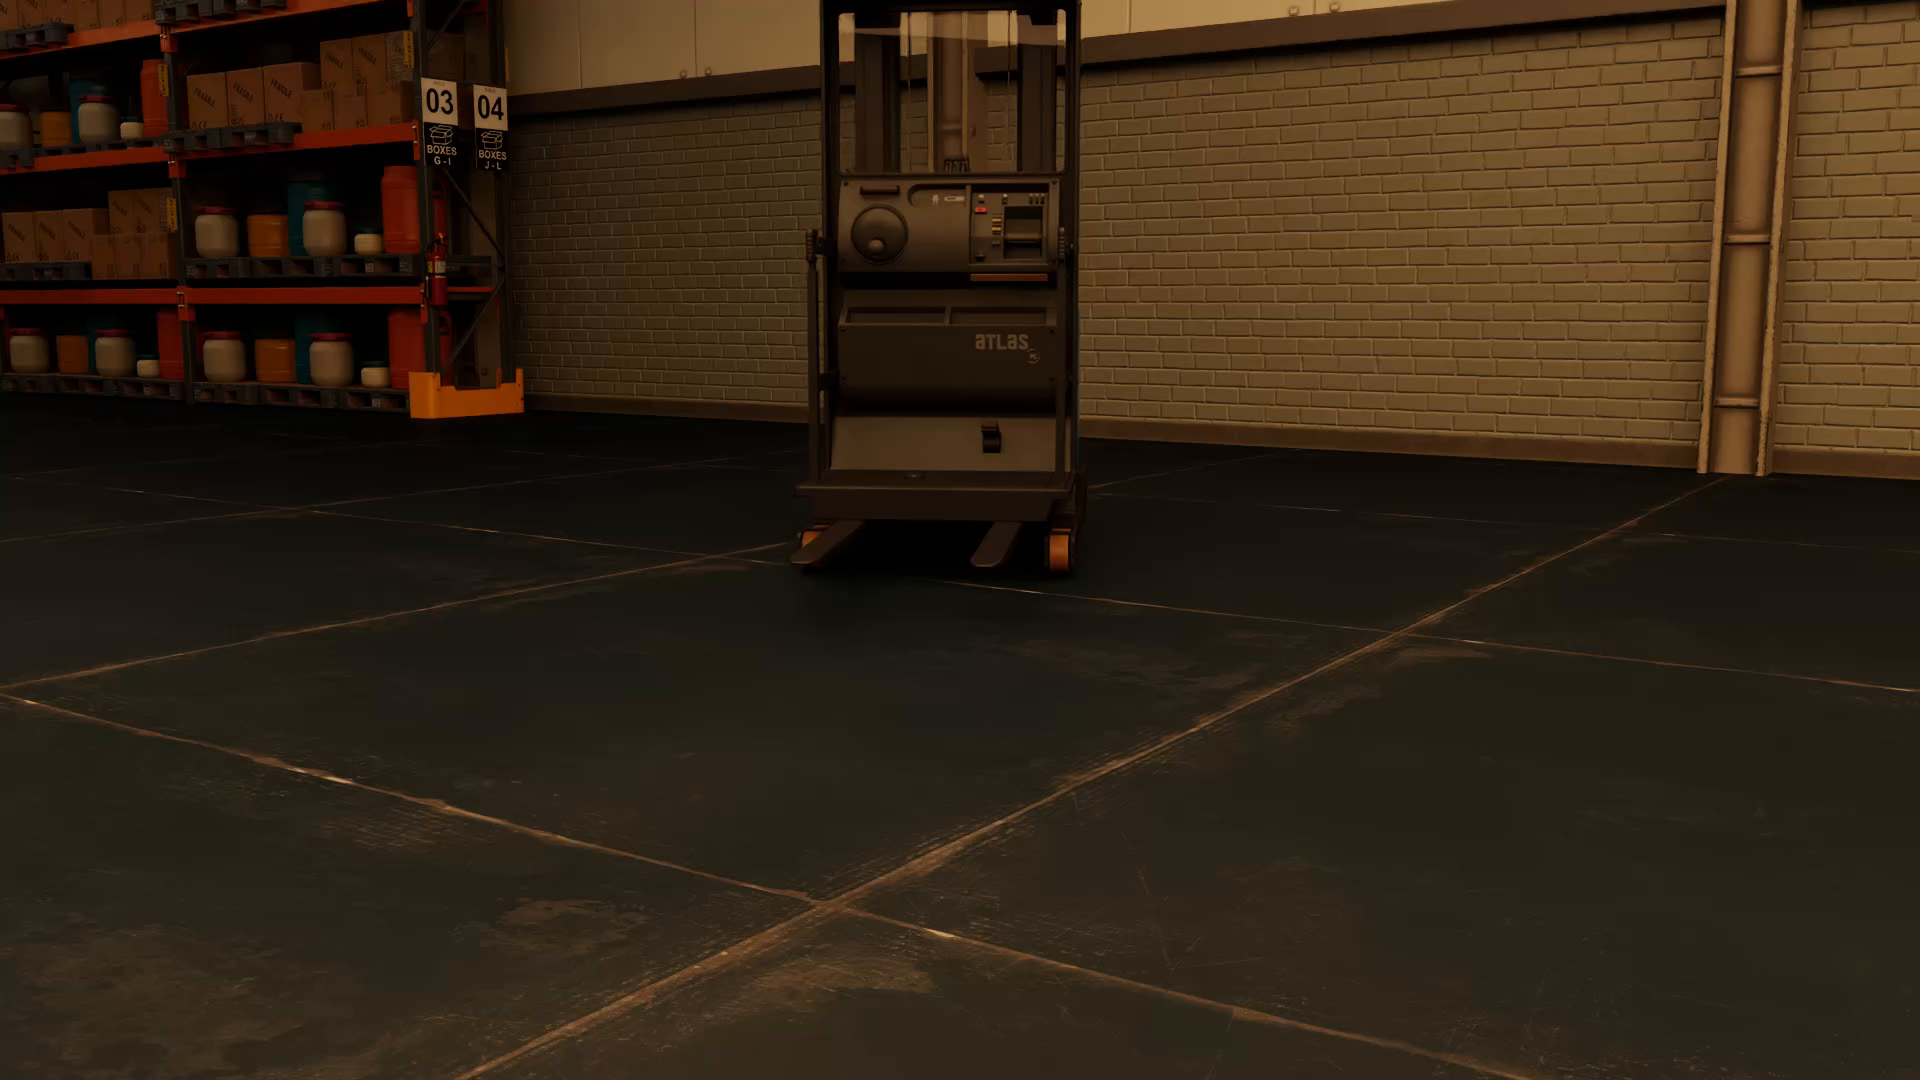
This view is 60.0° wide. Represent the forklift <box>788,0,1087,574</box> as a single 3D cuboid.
[{"bbox_3d":[-0.067,-1.362,6.772,1.130,2.935,3.031,1,8,6],"label":"forklift"}]
